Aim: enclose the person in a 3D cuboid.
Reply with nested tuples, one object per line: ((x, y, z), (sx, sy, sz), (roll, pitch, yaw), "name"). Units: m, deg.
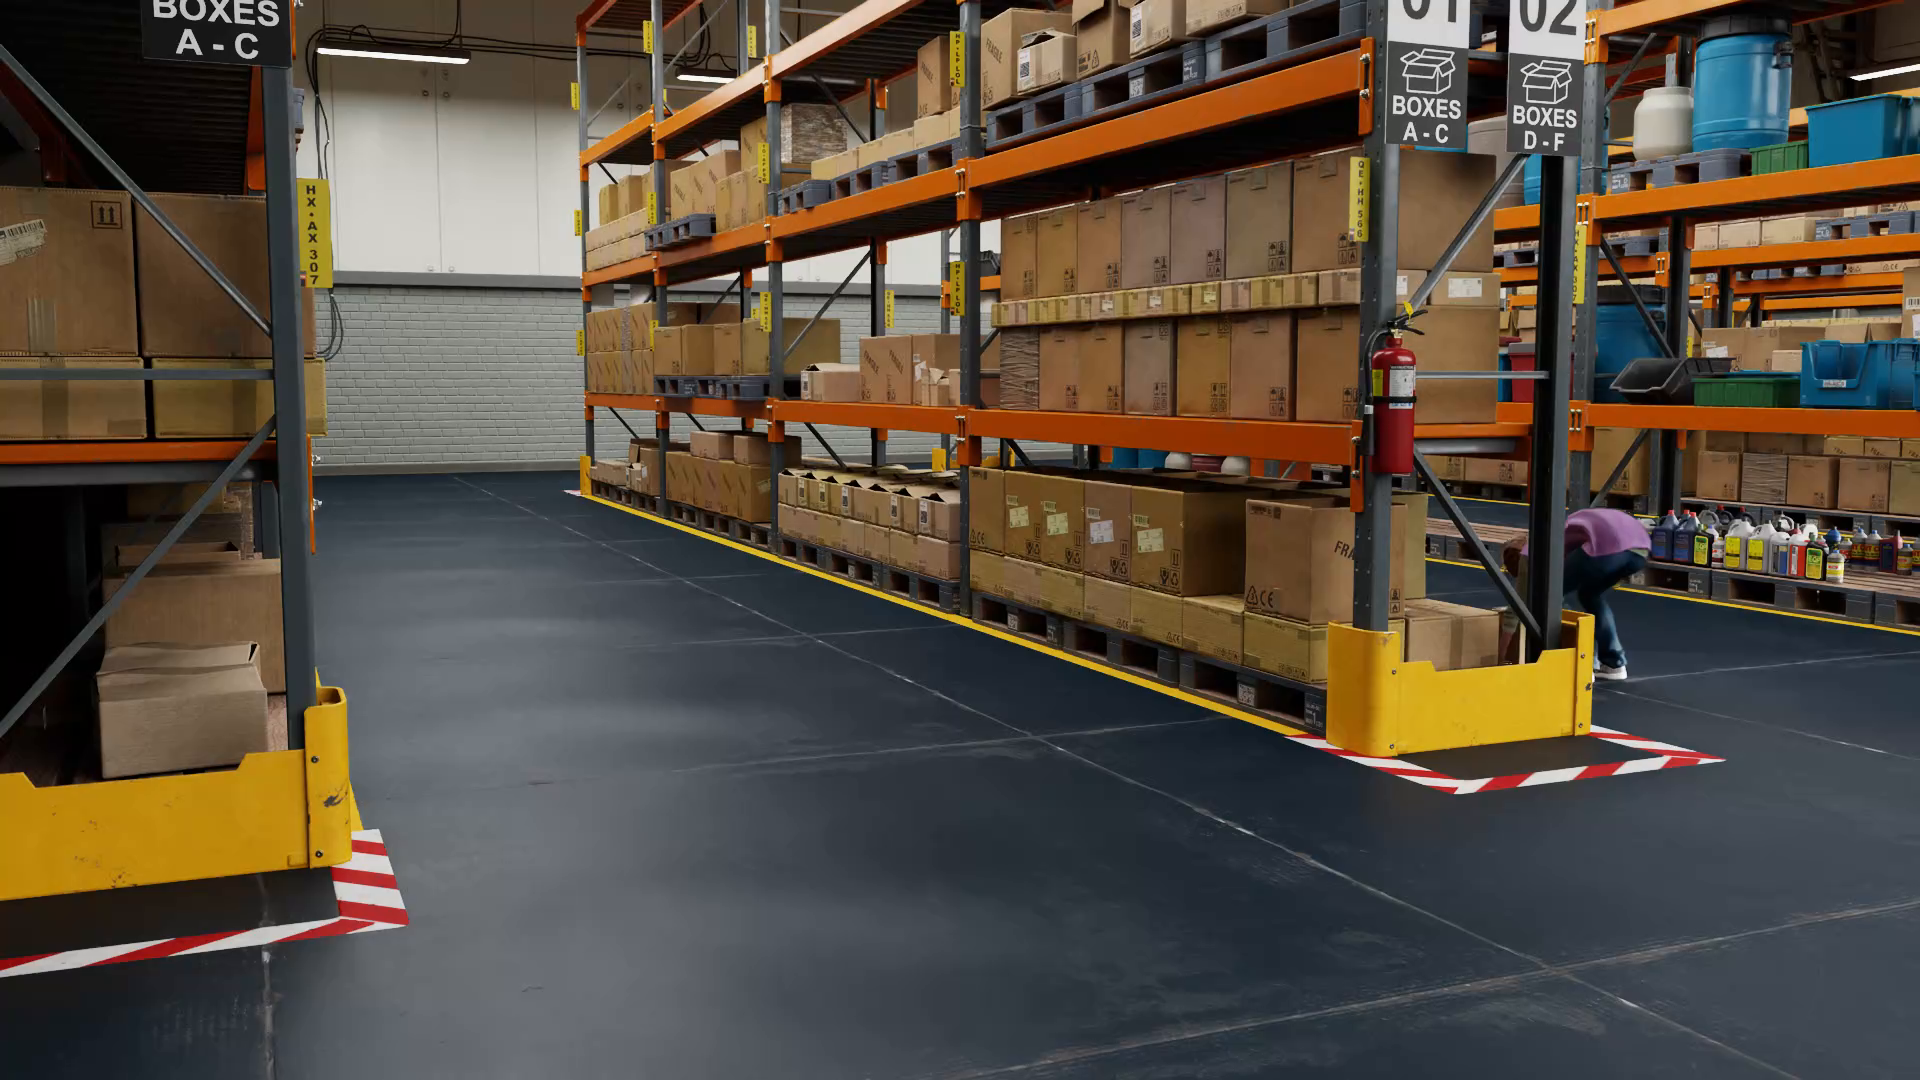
((3.055, 0.257, 8.360), (0.427, 0.860, 0.853), (-3, 6, -27), "person")
